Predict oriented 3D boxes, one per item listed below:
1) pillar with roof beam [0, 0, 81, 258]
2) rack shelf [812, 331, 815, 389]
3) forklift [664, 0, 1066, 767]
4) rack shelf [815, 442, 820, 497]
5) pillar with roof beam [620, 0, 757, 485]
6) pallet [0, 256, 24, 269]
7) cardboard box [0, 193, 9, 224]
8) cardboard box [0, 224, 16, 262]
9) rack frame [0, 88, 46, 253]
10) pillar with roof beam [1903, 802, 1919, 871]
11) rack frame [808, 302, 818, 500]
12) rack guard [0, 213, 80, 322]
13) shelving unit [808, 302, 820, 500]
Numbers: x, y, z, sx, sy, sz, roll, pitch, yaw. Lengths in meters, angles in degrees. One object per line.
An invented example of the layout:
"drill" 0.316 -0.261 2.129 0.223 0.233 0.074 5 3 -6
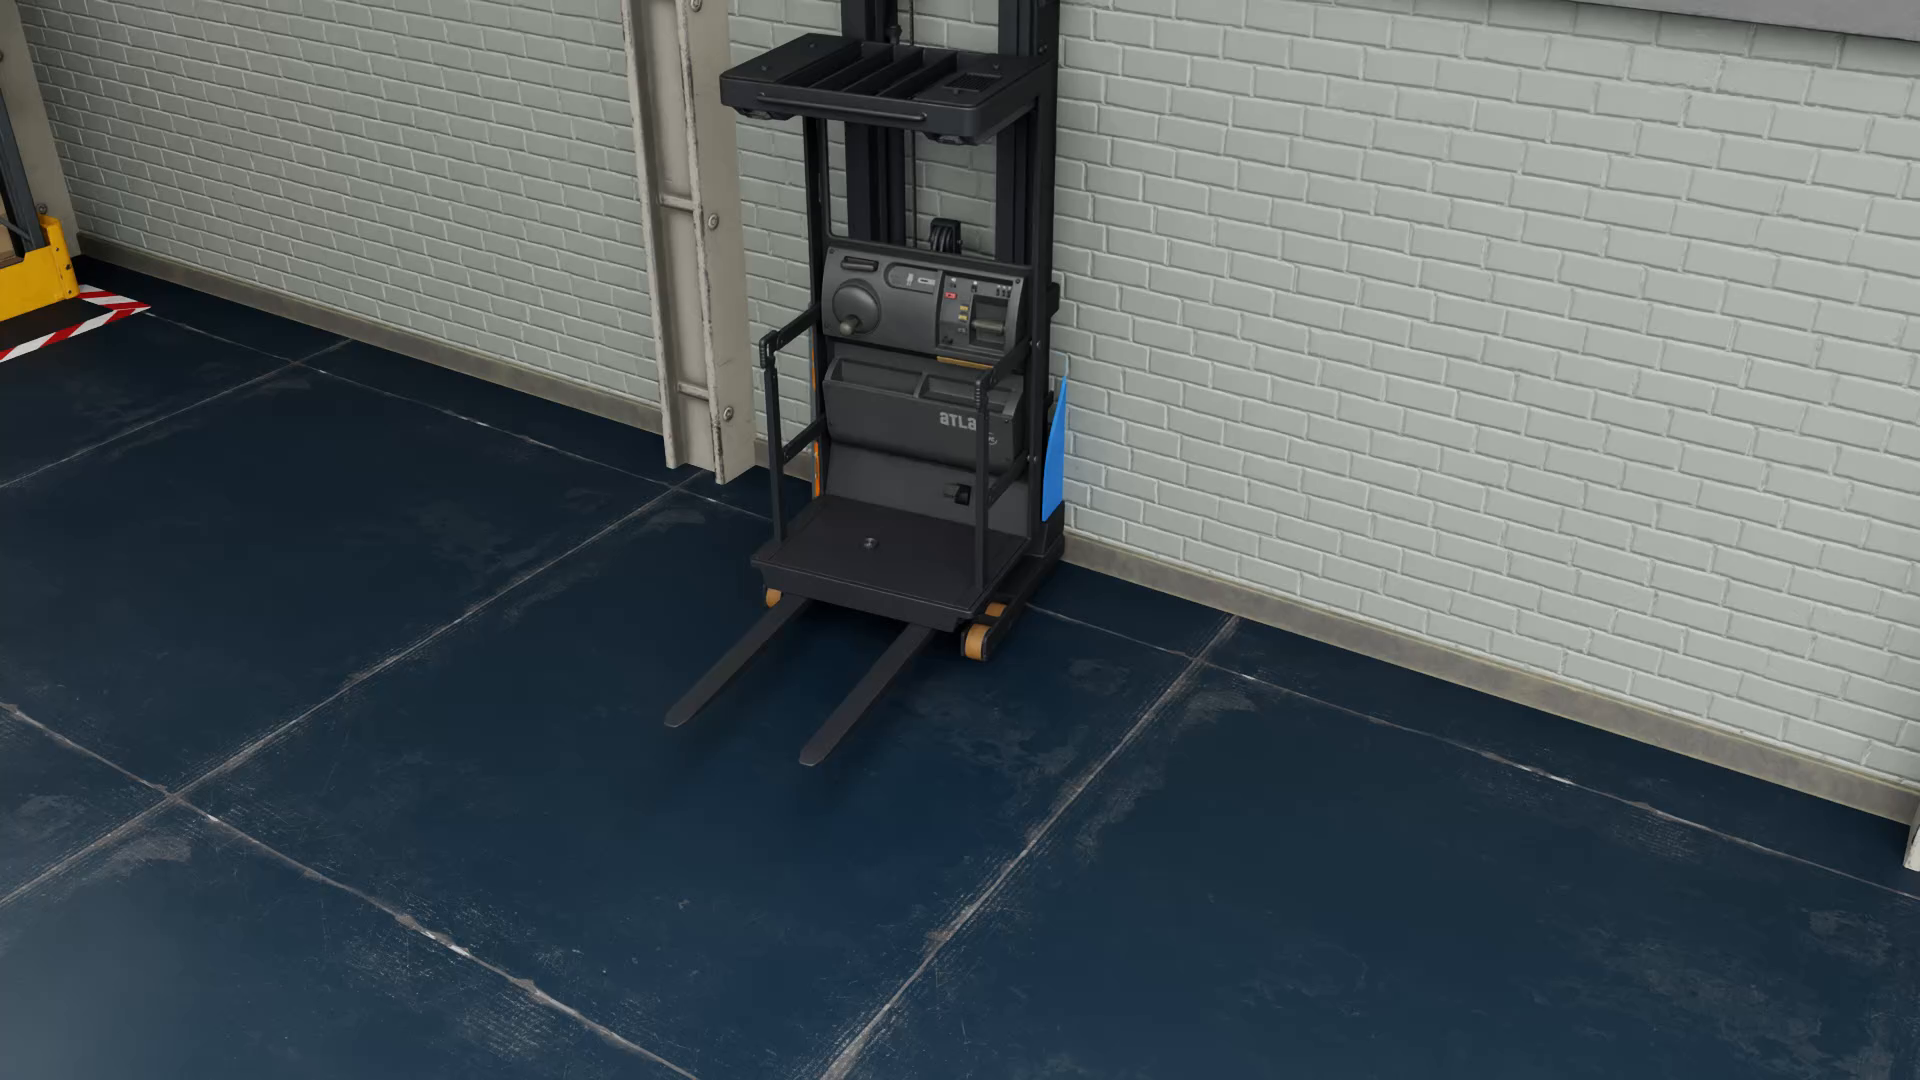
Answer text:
"pillar with roof beam" -8.701 -4.065 6.288 0.400 9.000 9.100 18 35 27
"rack shelf" -0.137 -0.860 7.912 1.000 0.278 0.538 7 17 23
"forklift" -0.253 -0.978 7.018 1.130 2.935 3.031 13 33 20
"rack shelf" -0.138 -0.341 8.053 1.000 0.278 0.538 7 17 23
"pillar with roof beam" -3.620 -2.458 3.533 0.400 9.000 9.100 18 35 27
"pallet" -6.972 -1.723 10.994 1.213 0.211 1.003 18 35 27
"cardboard box" -6.590 -2.165 10.799 0.500 0.250 0.500 18 35 28
"cardboard box" -6.614 -1.949 10.926 0.500 0.250 0.500 18 35 28
"rack frame" -6.302 -2.740 9.970 0.127 3.000 1.000 18 35 27
"pillar with roof beam" 1.462 -0.851 0.778 0.400 9.000 9.100 18 35 27
"rack frame" -0.601 -0.632 8.189 0.032 1.125 0.500 7 17 23
"rack guard" -6.282 -1.654 10.589 0.348 0.500 1.175 18 35 27
"shelving unit" -0.137 -0.577 7.989 1.048 1.125 0.538 7 17 23
